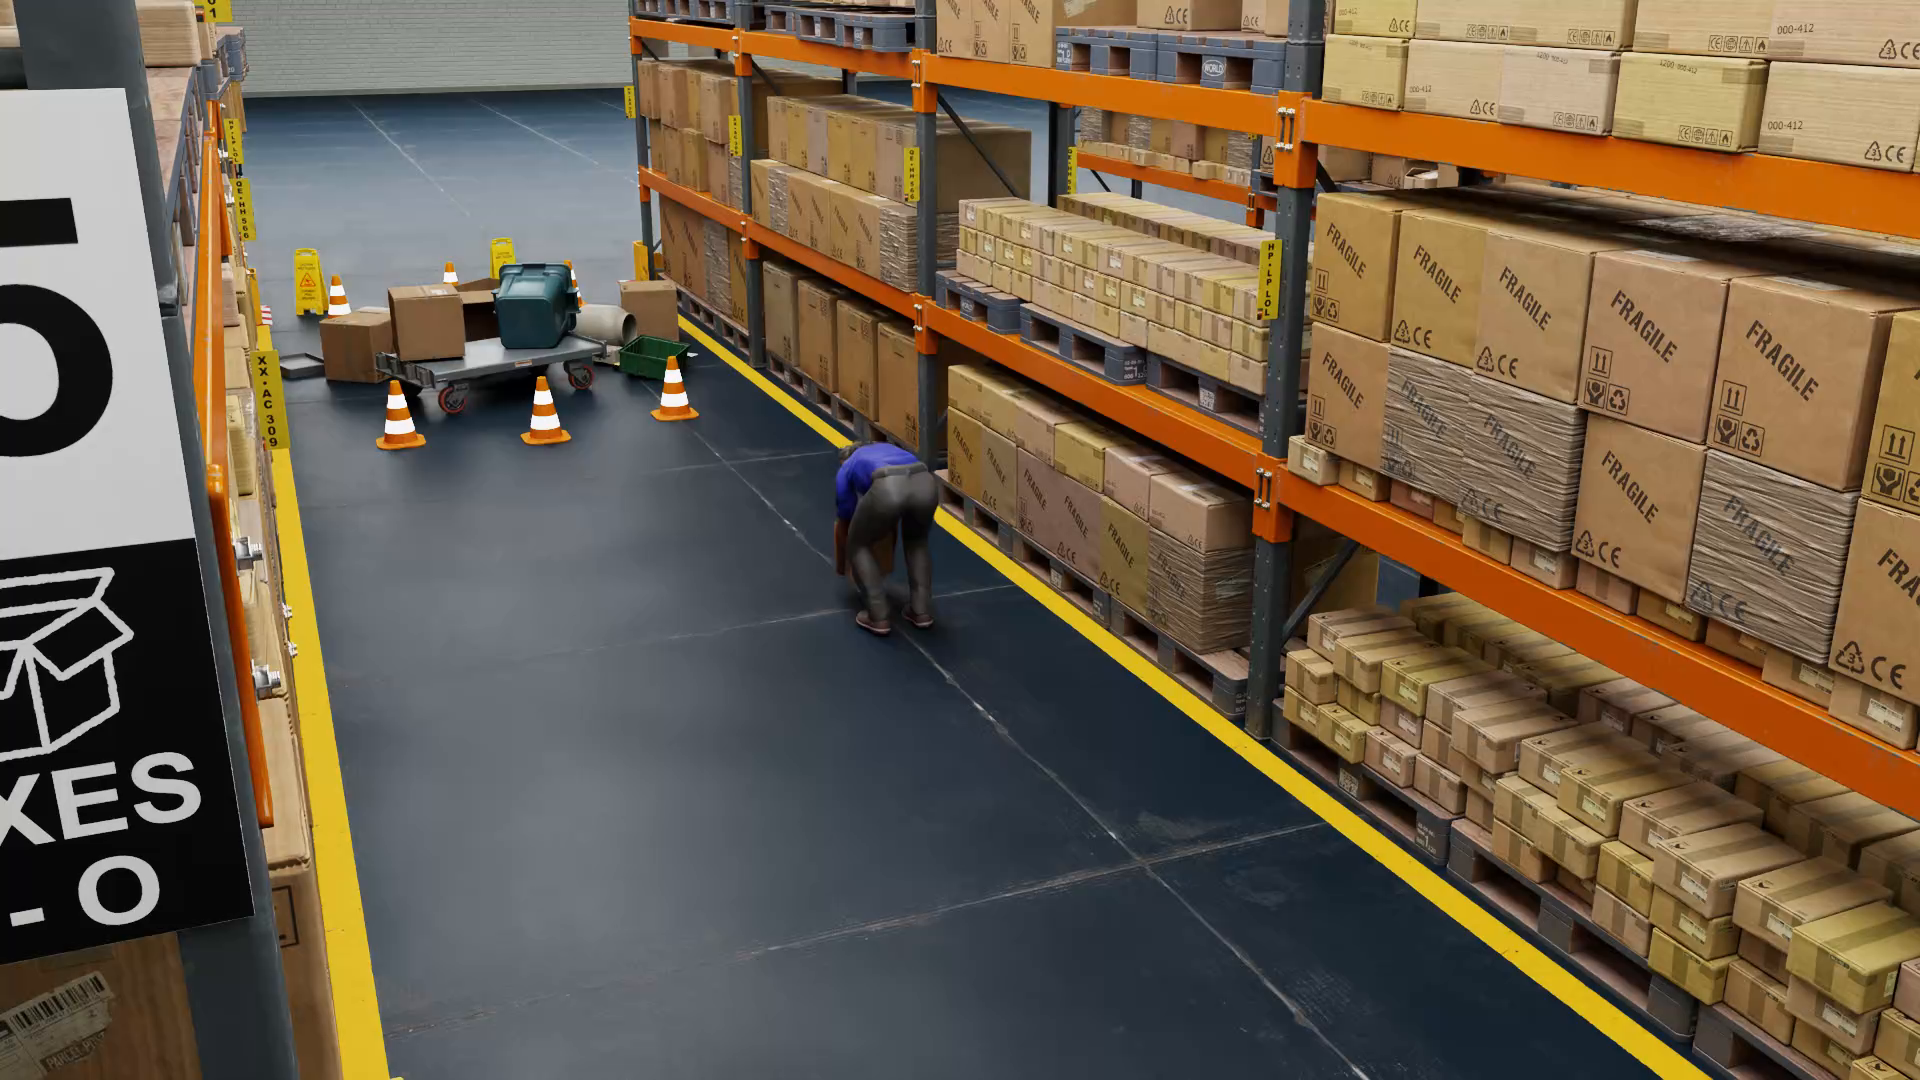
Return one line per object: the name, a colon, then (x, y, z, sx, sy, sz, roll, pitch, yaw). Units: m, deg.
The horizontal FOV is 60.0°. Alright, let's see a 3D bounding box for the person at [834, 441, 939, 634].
person: (-0.422, -0.049, 8.822, 0.450, 0.941, 0.875, -9, 21, -24)
